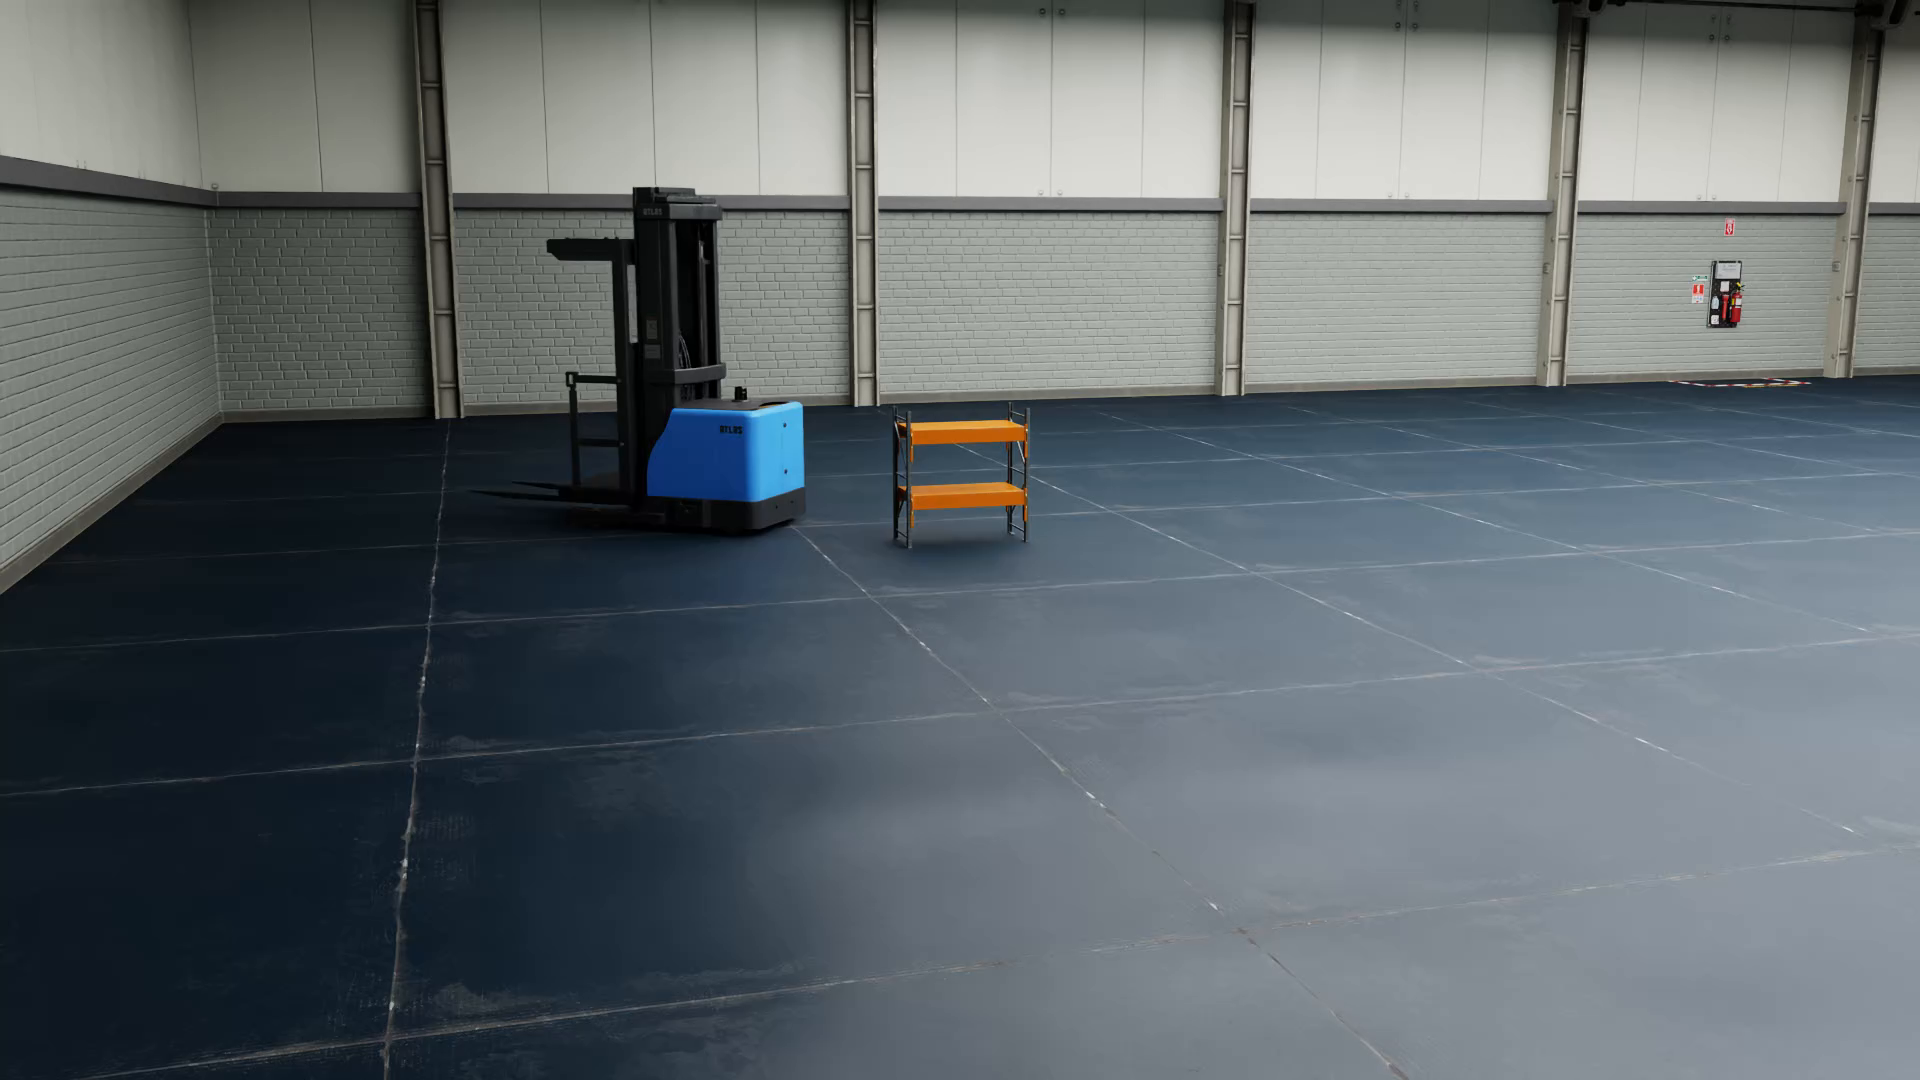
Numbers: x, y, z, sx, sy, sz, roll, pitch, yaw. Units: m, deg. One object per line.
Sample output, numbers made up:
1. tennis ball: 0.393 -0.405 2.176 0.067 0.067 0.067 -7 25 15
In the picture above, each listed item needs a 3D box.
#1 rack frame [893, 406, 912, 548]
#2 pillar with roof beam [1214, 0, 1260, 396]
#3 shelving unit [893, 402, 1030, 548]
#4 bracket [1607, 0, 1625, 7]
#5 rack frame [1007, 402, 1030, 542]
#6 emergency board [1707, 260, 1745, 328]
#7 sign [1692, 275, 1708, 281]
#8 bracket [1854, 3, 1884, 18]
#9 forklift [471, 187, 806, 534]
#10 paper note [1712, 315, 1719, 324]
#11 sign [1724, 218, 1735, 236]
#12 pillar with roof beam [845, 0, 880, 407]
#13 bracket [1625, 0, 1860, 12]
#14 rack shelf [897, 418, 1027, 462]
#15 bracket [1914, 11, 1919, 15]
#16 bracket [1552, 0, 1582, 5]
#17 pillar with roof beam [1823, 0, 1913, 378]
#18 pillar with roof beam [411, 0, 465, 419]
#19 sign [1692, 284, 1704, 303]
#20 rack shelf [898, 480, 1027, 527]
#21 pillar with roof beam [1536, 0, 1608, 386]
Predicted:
1. rack frame: -0.482 -0.528 13.807 0.032 1.125 0.500 -3 11 -16
2. pillar with roof beam: 5.530 -6.016 21.870 0.548 9.000 9.100 -3 11 -16
3. shelving unit: 0.006 -0.554 13.947 1.048 1.125 0.538 -3 11 -16
4. bracket: 10.585 -8.797 27.037 0.430 0.232 0.235 -3 11 -16
5. rack frame: 0.495 -0.579 14.086 0.032 1.125 0.500 -3 11 -16
6. emergency board: 13.465 -4.303 29.133 0.643 1.169 0.194 -3 11 -16
7. sign: 12.912 -4.569 29.020 0.331 0.109 0.001 -3 11 -16
8. bracket: 15.549 -9.059 28.458 0.430 0.232 0.235 -3 11 -16
9. forklift: -2.960 -1.635 14.833 3.031 2.935 1.130 4 11 20
10. paper note: 13.276 -3.872 29.230 0.142 0.148 0.016 -3 11 -16
11. sign: 13.429 -5.460 29.015 0.199 0.298 0.001 -3 11 -16
12. pillar with roof beam: -0.231 -5.712 20.221 0.400 9.000 9.100 -3 11 -16
13. bracket: 13.059 -8.928 27.745 4.783 0.066 0.076 -3 11 -16
14. rack shelf: 0.006 -0.841 13.894 1.000 0.278 0.538 -3 11 -16
15. bracket: 18.820 -9.231 29.395 4.783 0.066 0.076 -3 11 -16
16. bracket: 9.788 -8.755 26.809 0.430 0.232 0.235 -3 11 -16
17. pillar with roof beam: 17.052 -6.623 25.168 0.548 9.000 9.100 -3 11 -16
18. pillar with roof beam: -5.992 -5.409 18.571 0.400 9.000 9.100 -3 11 -16
19. sign: 12.905 -4.310 29.076 0.234 0.329 0.001 -3 11 -16
20. rack shelf: 0.006 -0.313 13.991 1.000 0.278 0.538 -3 11 -16
21. pillar with roof beam: 11.291 -6.319 23.519 0.548 9.000 9.100 -3 11 -16
